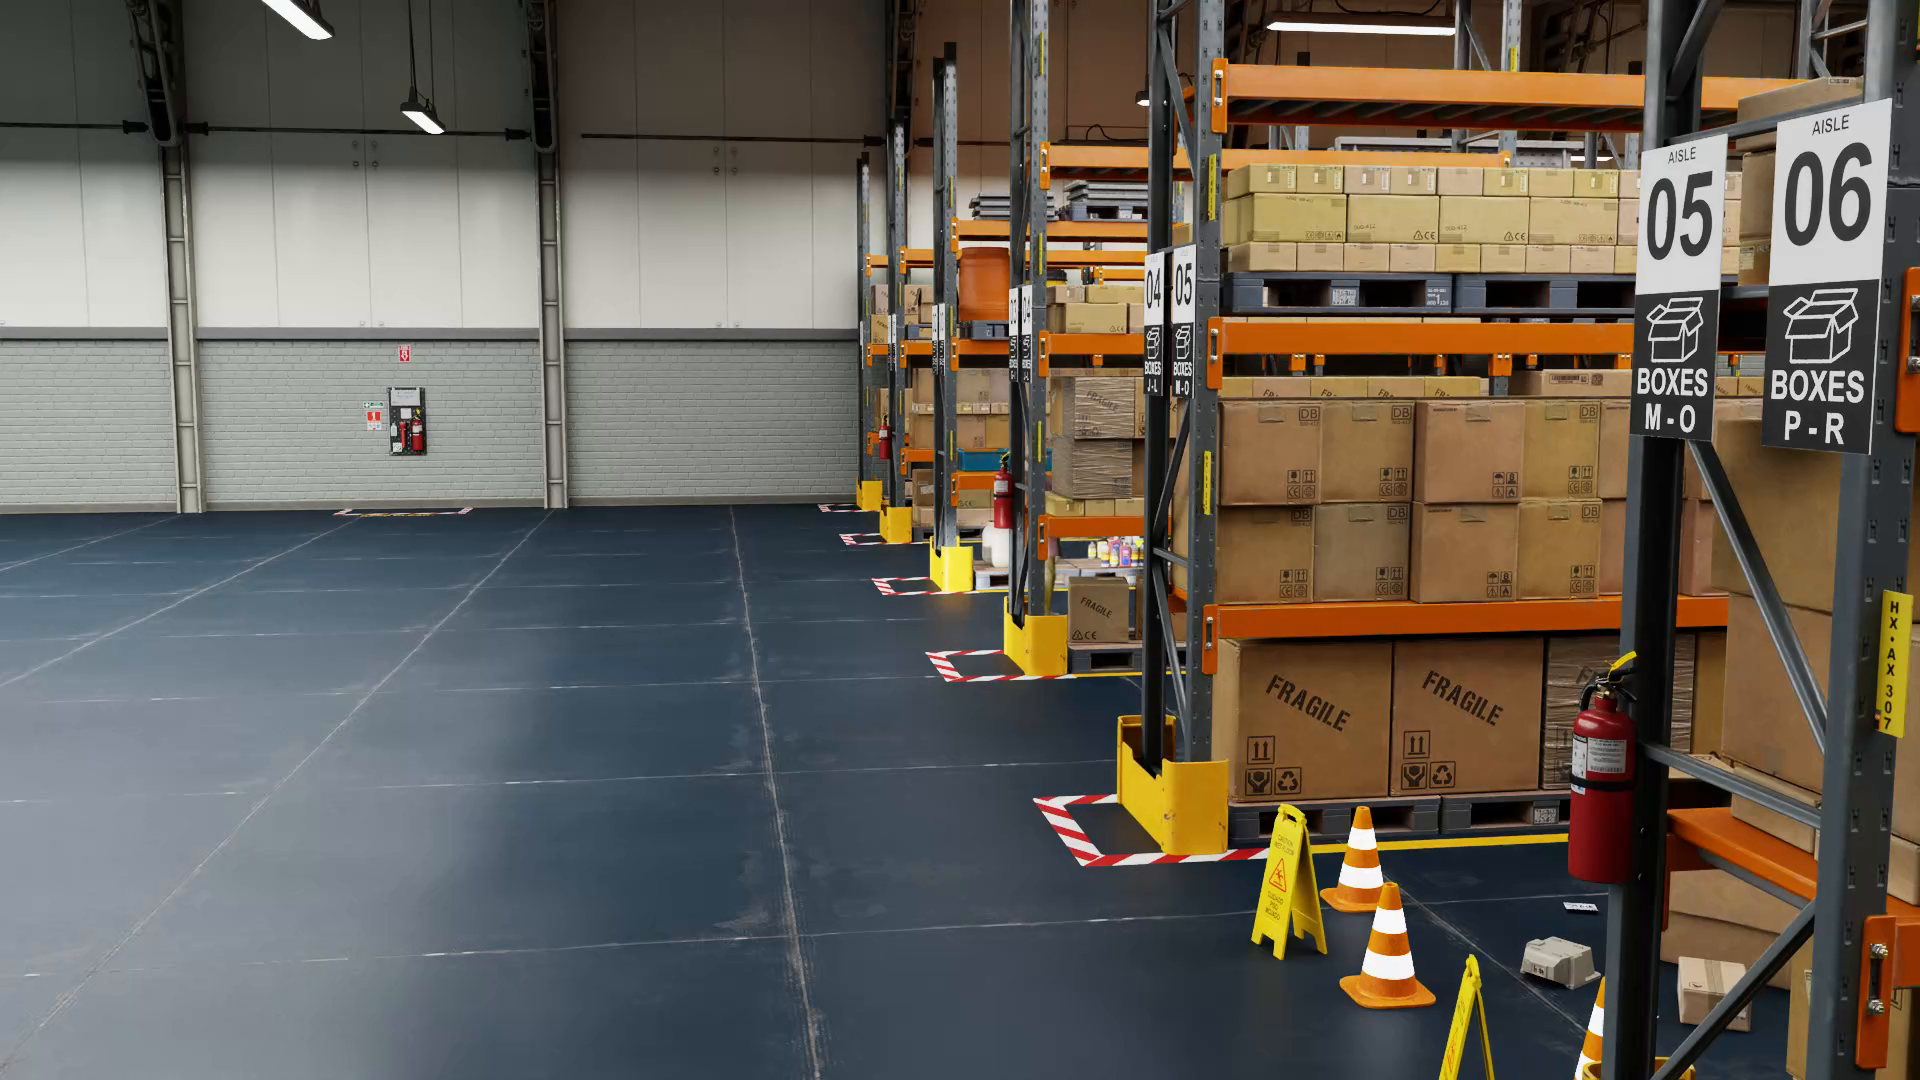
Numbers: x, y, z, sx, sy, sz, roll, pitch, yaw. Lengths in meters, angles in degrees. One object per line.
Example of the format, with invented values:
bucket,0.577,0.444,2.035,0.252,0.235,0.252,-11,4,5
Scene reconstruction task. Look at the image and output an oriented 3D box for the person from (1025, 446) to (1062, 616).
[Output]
person,0.901,-0.065,16.359,0.554,1.774,0.533,-1,6,-9
